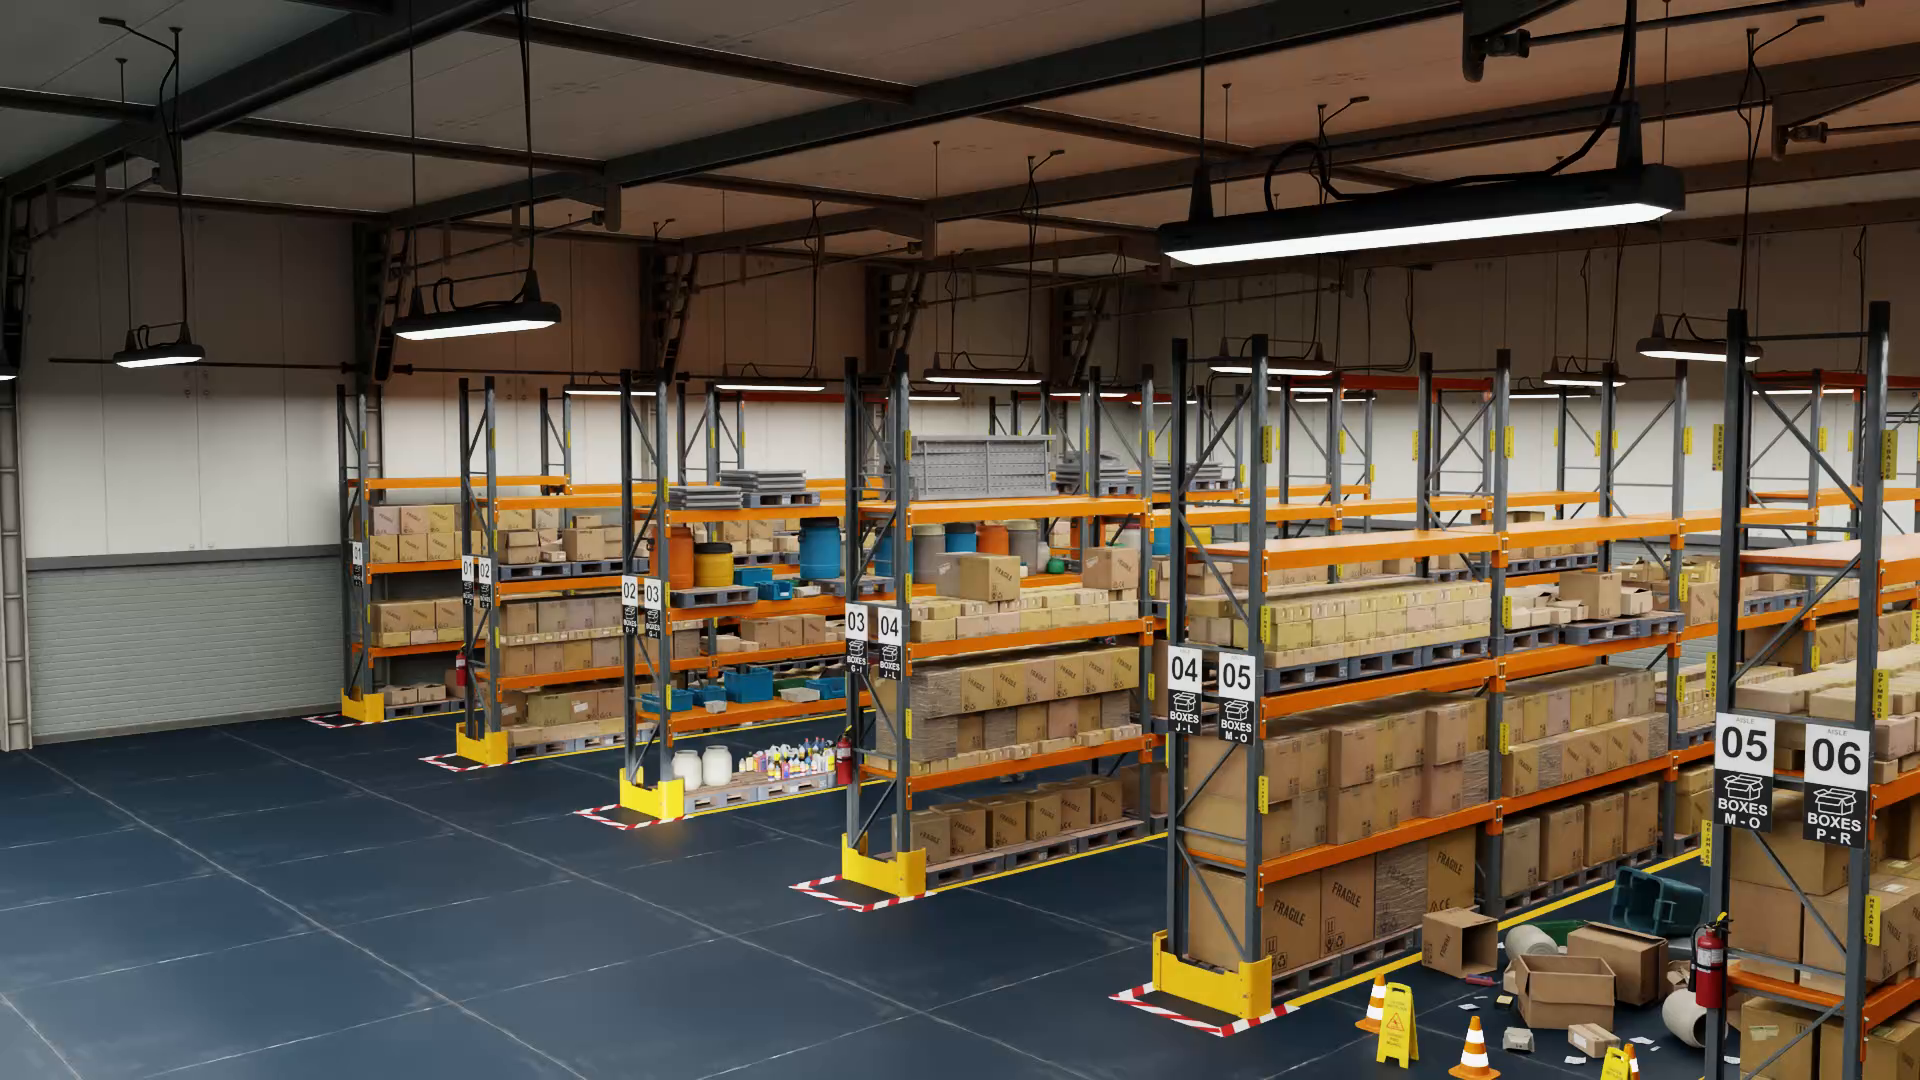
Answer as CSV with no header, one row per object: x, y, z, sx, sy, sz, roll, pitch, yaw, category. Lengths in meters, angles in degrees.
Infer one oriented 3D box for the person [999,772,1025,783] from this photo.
0.779,2.683,24.536,0.568,1.769,0.583,0,4,-6,person
